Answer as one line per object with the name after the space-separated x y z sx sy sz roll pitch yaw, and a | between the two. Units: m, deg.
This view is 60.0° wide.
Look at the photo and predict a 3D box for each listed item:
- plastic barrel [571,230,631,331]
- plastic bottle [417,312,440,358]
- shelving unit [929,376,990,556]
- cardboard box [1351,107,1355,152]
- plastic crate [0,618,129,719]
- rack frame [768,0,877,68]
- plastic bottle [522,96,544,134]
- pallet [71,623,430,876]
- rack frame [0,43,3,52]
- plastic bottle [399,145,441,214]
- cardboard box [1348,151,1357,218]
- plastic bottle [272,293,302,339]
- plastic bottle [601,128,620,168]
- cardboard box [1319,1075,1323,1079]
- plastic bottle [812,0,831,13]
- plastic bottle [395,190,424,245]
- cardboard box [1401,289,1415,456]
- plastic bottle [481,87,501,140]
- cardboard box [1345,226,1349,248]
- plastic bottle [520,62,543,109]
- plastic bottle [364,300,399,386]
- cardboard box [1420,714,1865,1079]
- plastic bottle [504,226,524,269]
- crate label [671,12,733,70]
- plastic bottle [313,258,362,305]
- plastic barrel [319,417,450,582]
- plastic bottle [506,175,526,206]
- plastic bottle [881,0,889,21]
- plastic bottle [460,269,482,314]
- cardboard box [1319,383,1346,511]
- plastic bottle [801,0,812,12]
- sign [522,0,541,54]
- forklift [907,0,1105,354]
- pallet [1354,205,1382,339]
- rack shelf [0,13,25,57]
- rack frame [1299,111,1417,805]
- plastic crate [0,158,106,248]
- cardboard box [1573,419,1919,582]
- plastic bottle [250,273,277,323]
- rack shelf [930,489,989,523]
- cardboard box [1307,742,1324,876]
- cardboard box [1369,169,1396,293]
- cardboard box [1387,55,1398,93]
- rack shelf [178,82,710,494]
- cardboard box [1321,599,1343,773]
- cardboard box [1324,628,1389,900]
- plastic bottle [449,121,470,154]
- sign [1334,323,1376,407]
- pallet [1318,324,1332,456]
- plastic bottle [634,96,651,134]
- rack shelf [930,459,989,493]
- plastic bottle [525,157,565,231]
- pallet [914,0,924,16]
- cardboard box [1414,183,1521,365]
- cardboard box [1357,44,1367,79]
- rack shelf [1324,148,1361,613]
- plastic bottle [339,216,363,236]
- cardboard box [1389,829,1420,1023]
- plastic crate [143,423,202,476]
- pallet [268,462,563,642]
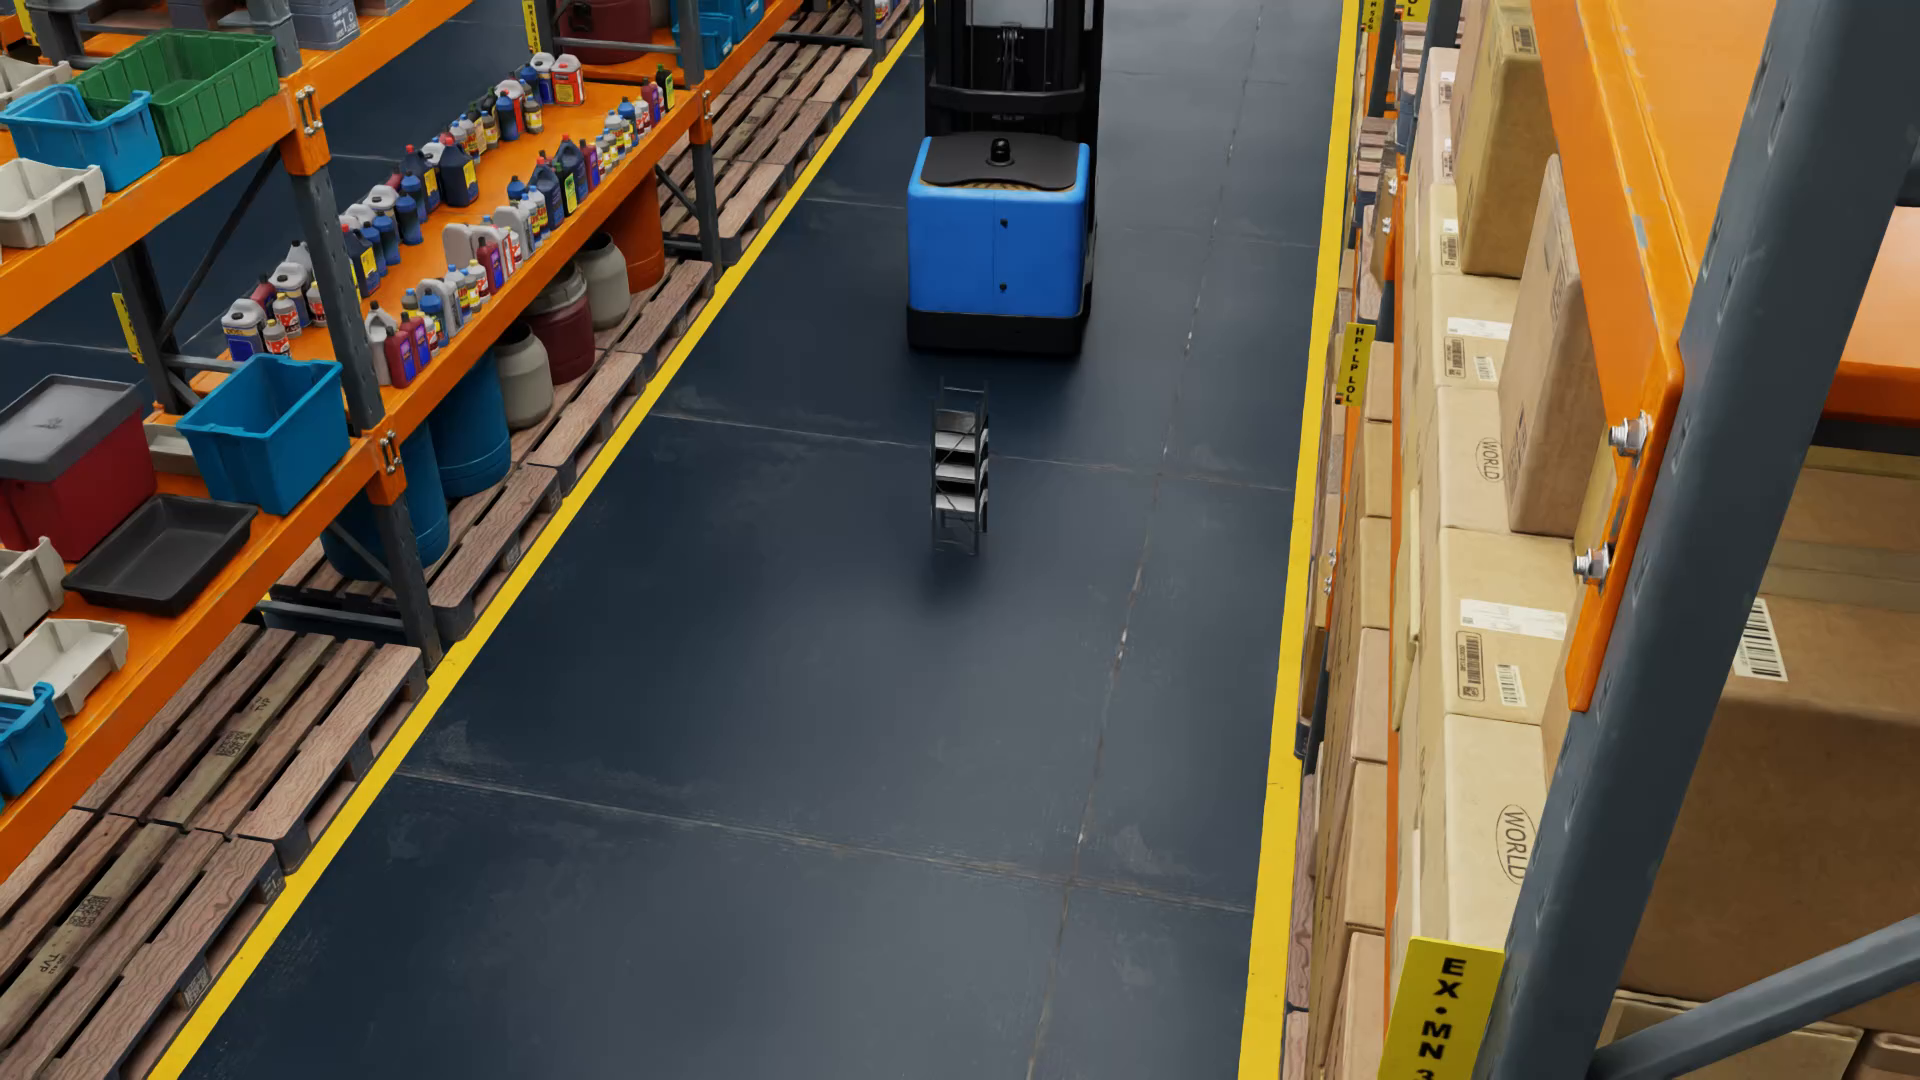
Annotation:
-2.180 -1.536 9.846 0.421 0.512 0.421 0 36 0 | plastic barrel
-2.382 -0.919 7.401 0.097 0.201 0.097 0 36 0 | plastic bottle
-0.002 -0.360 8.250 0.258 0.900 0.210 7 37 10 | shelving unit
3.088 -2.928 11.989 0.500 0.250 0.500 6 36 9 | cardboard box
-2.991 0.421 5.557 0.293 0.136 0.466 7 37 10 | plastic crate
-1.204 -5.284 13.255 1.000 3.000 0.127 7 37 10 | rack frame
-2.440 -2.433 9.490 0.097 0.201 0.097 0 36 0 | plastic bottle
-3.032 0.858 7.157 1.003 0.211 1.213 7 37 10 | pallet
-6.897 -3.612 10.948 1.000 3.000 0.127 7 37 10 | rack frame
-2.801 -1.877 8.596 0.144 0.351 0.185 7 37 10 | plastic bottle
2.756 -2.282 10.620 0.500 0.311 0.500 7 36 9 | cardboard box
-3.058 -1.023 7.544 0.097 0.201 0.097 0 36 0 | plastic bottle
-1.924 -2.150 9.100 0.097 0.201 0.097 0 36 0 | plastic bottle
1.008 1.589 3.686 0.500 0.500 0.500 8 37 10 | cardboard box
-1.207 -4.777 14.438 0.144 0.351 0.185 7 37 10 | plastic bottle
-2.754 -1.616 8.303 0.097 0.271 0.097 0 36 0 | plastic bottle
1.361 -0.408 4.099 0.500 0.250 0.500 7 37 10 | cardboard box
-2.639 -2.400 9.375 0.061 0.283 0.133 7 37 10 | plastic bottle
2.654 -1.757 10.373 0.500 0.250 0.500 8 37 11 | cardboard box
-2.518 -2.668 9.755 0.097 0.271 0.097 0 36 0 | plastic bottle
-2.512 -0.862 7.196 0.144 0.351 0.185 7 37 10 | plastic bottle
0.932 0.536 2.371 0.500 0.250 0.500 7 37 10 | cardboard box
-2.192 -1.429 8.105 0.097 0.201 0.097 0 36 0 | plastic bottle
-1.602 -3.118 10.409 0.303 0.233 0.416 7 37 10 | crate label
-2.895 -1.228 7.700 0.144 0.351 0.185 7 37 10 | plastic bottle
-2.780 -0.328 7.847 0.600 0.901 0.708 7 37 10 | plastic barrel
-2.242 -1.720 8.447 0.097 0.271 0.097 0 36 0 | plastic bottle
-0.664 -4.574 14.284 0.097 0.201 0.097 0 36 0 | plastic bottle
-2.291 -1.164 7.739 0.097 0.201 0.097 0 36 0 | plastic bottle
2.079 -0.421 8.300 0.500 0.500 0.500 6 36 8 | cardboard box
-1.348 -4.795 14.463 0.144 0.351 0.185 6 36 9 | plastic bottle
-2.597 -3.122 10.133 0.100 0.325 0.005 7 37 10 | sign
0.351 -3.148 10.366 1.130 2.935 3.031 4 36 5 | forklift
2.369 -1.175 7.749 1.003 0.211 1.213 7 37 10 | pallet
-6.470 -4.467 12.741 1.077 0.370 4.000 7 37 10 | rack shelf
1.926 -0.075 6.067 1.000 3.000 0.127 7 37 10 | rack frame
-2.813 -1.029 5.052 0.293 0.136 0.466 7 37 10 | plastic crate
1.354 -0.014 2.490 0.700 0.500 0.500 7 37 10 | cardboard box
-3.140 -1.055 7.520 0.061 0.283 0.133 7 37 10 | plastic bottle
-0.002 -0.187 8.375 0.258 0.077 0.200 7 37 10 | rack shelf
1.625 1.049 6.433 0.500 0.311 0.500 7 37 10 | cardboard box
2.243 -1.306 7.323 0.700 0.500 0.500 -1 36 -2 | cardboard box
2.702 -2.817 10.064 0.380 0.149 0.250 7 37 10 | cardboard box
-2.486 -1.553 8.720 1.077 0.370 4.000 7 37 10 | rack shelf
1.444 0.437 5.276 0.500 0.500 0.500 8 37 11 | cardboard box
1.221 0.601 4.197 0.500 0.500 0.500 8 37 11 | cardboard box
-2.715 -2.138 9.024 0.097 0.271 0.097 0 36 0 | plastic bottle
1.383 -0.611 5.821 0.100 0.325 0.005 7 37 10 | sign
2.583 -0.816 9.466 1.003 0.211 1.213 7 37 10 | pallet
-1.820 -2.429 9.485 0.097 0.201 0.097 0 36 0 | plastic bottle
-0.002 -0.333 8.269 0.258 0.077 0.200 7 37 10 | rack shelf
-2.115 -1.762 8.437 0.144 0.351 0.185 7 37 10 | plastic bottle
-0.761 -5.237 15.565 1.003 0.211 1.213 7 37 10 | pallet
1.356 -0.611 3.953 0.500 0.250 0.500 7 37 10 | cardboard box
3.191 -3.453 12.236 0.500 0.311 0.500 7 37 9 | cardboard box
2.353 -0.930 7.860 1.077 0.370 4.000 7 37 10 | rack shelf
-2.959 -1.413 8.019 0.152 0.276 0.135 7 37 10 | plastic bottle
0.923 0.737 2.519 0.500 0.250 0.500 7 37 10 | cardboard box
-3.152 -0.366 6.643 0.396 0.136 0.243 7 37 10 | plastic crate
-2.707 -0.006 8.348 1.003 0.211 1.213 7 37 10 | pallet
